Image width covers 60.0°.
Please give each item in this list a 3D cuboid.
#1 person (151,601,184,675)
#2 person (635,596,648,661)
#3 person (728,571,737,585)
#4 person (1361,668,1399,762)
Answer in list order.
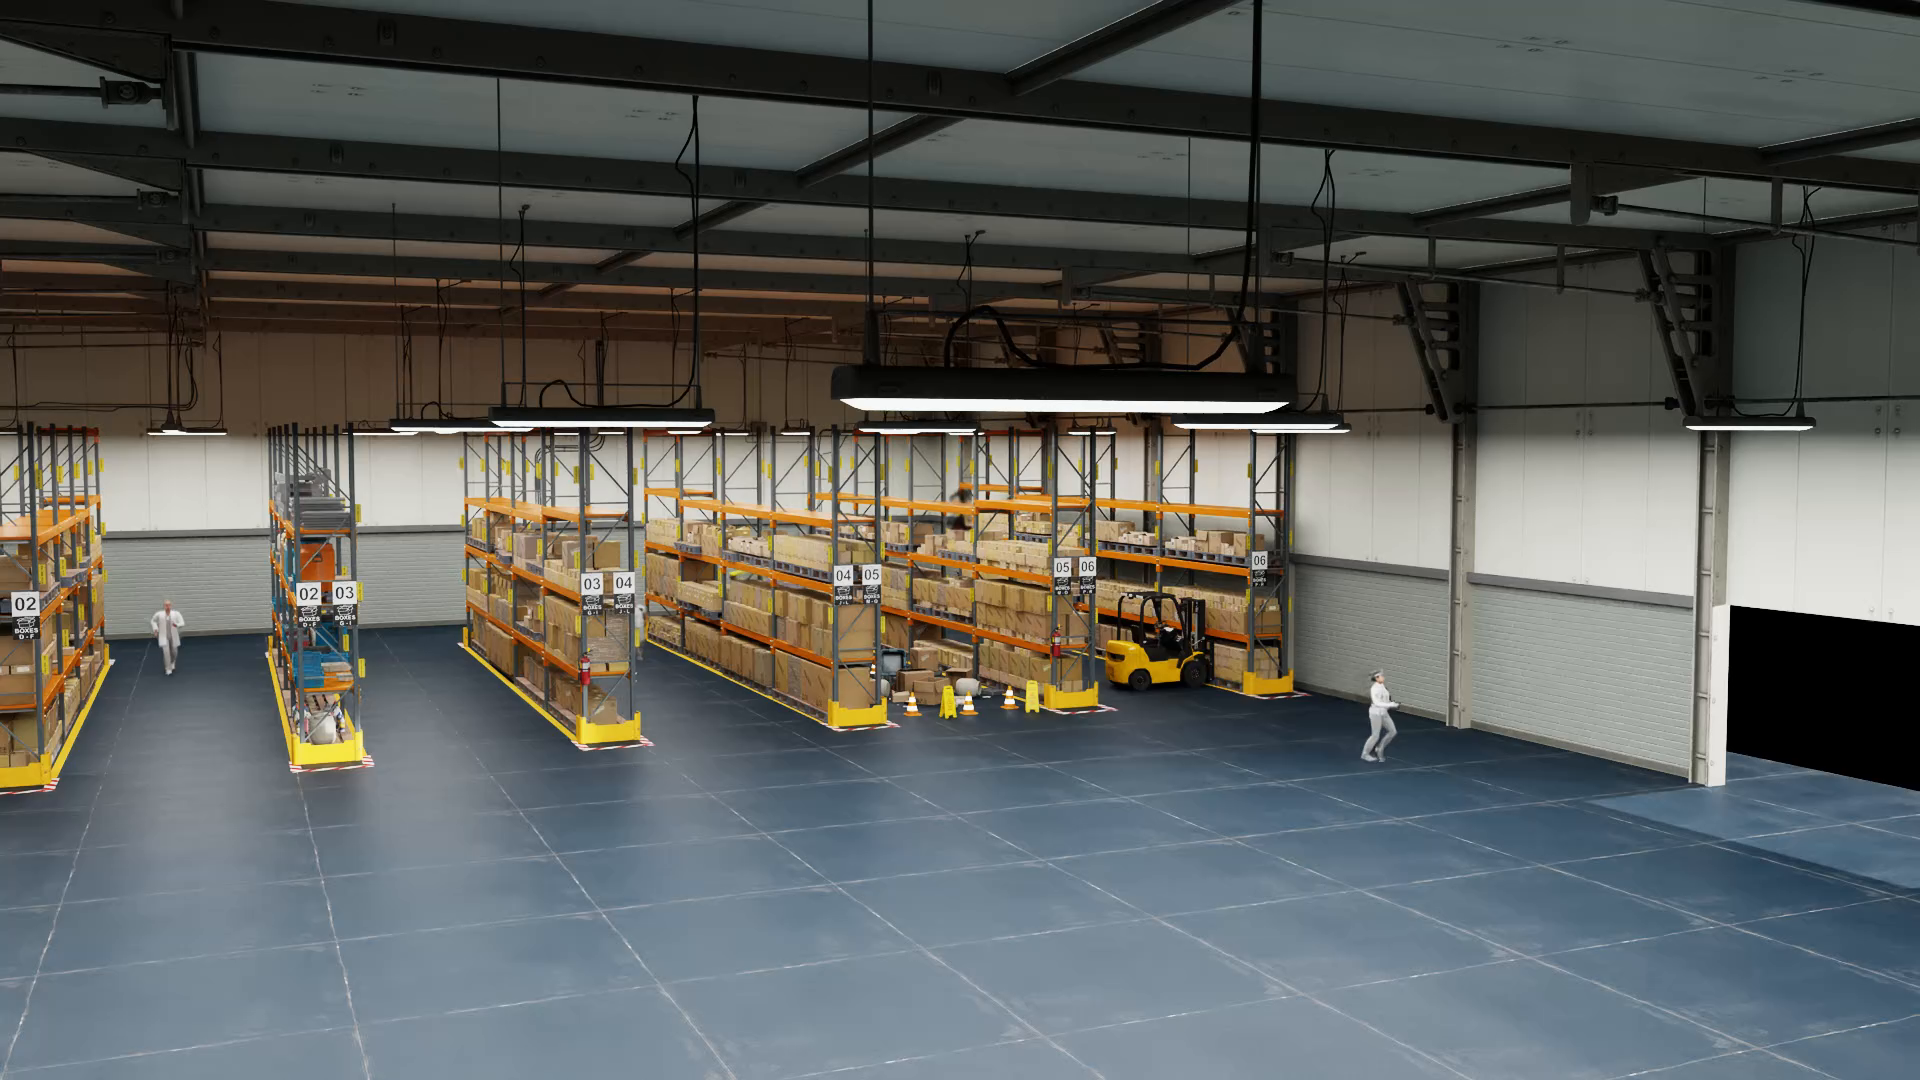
[{"bbox_3d":[-19.246,2.361,40.427,0.715,1.743,1.035,-2,4,-31],"label":"person"},{"bbox_3d":[-8.361,2.292,43.017,0.610,1.686,0.706,-1,4,-16],"label":"person"},{"bbox_3d":[-6.750,1.808,50.111,0.662,1.741,0.698,-2,4,-24],"label":"person"},{"bbox_3d":[7.403,3.087,29.261,0.661,1.685,0.583,3,4,37],"label":"person"}]
